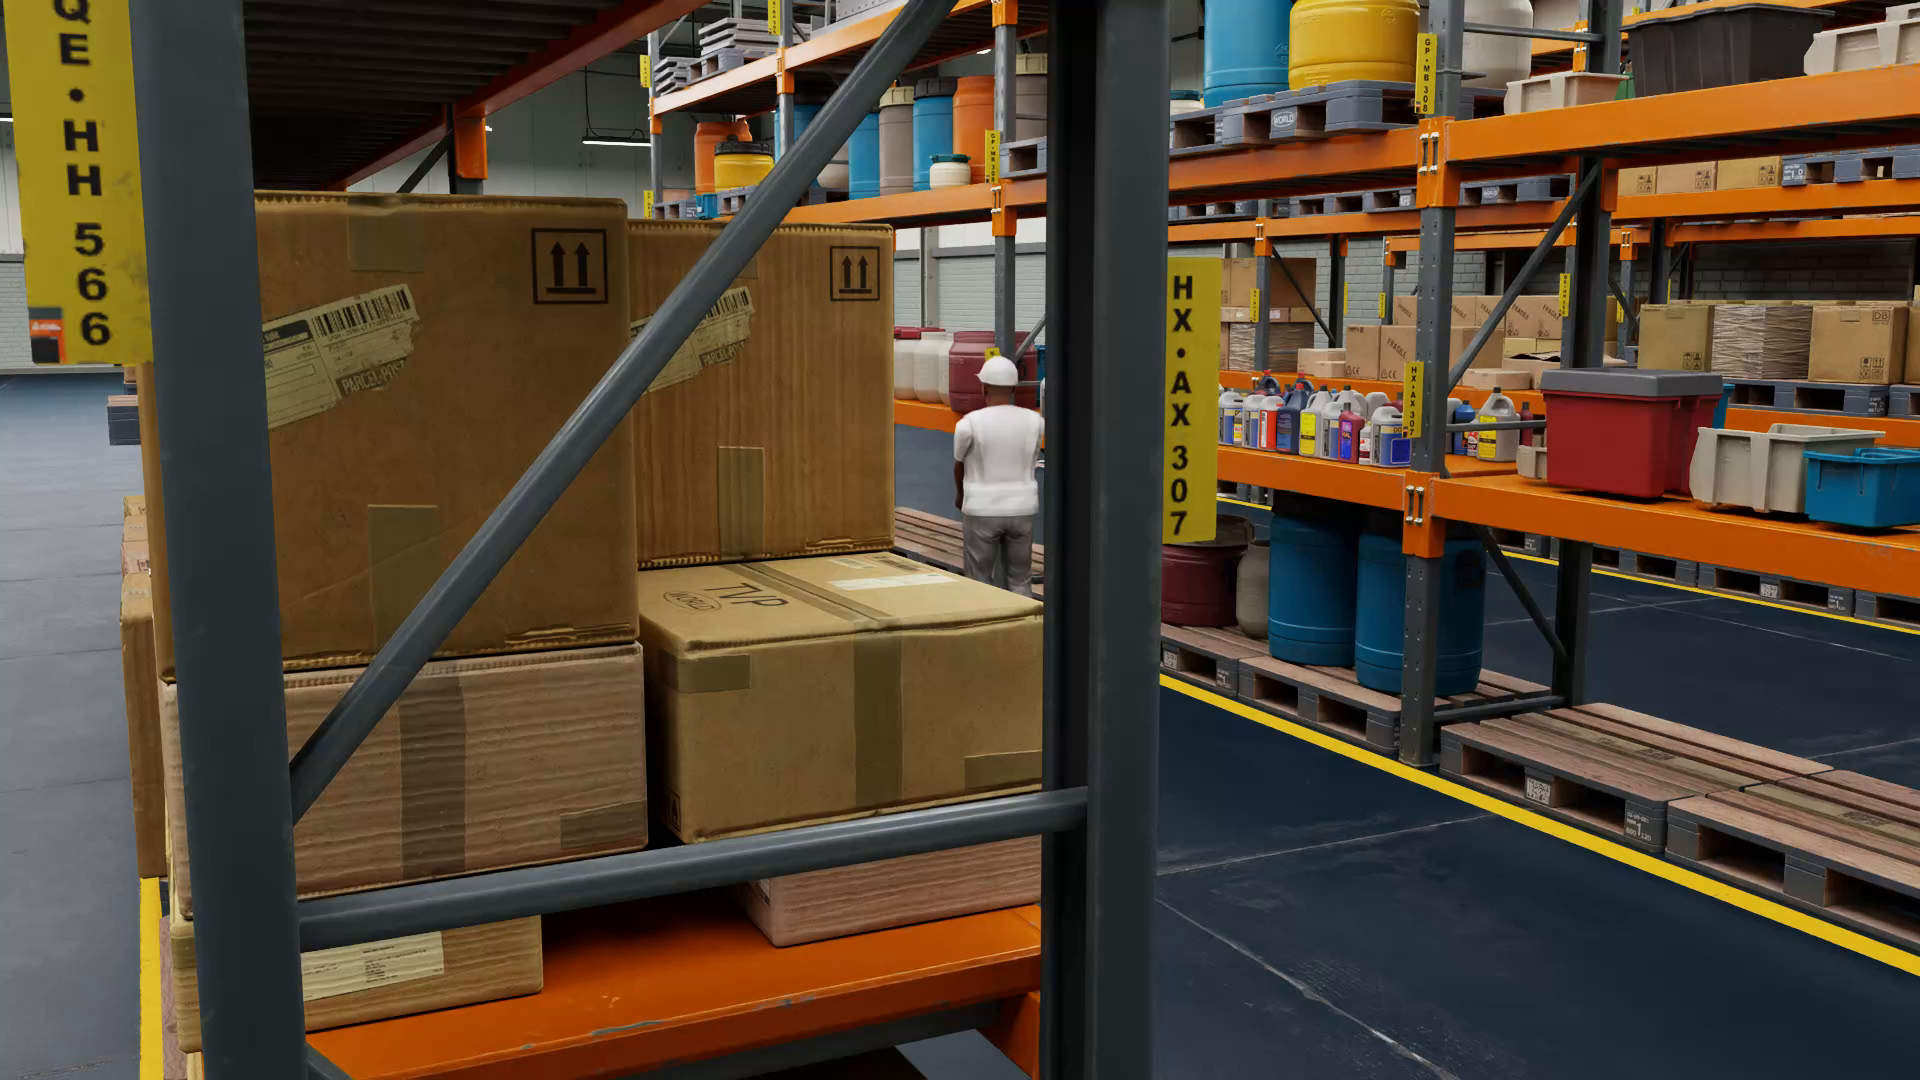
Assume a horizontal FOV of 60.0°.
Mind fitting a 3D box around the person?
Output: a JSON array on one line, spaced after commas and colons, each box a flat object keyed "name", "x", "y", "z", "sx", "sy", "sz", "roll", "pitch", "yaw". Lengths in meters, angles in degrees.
[{"name": "person", "x": 0.181, "y": -0.147, "z": 9.268, "sx": 0.504, "sy": 1.760, "sz": 0.574, "roll": -2, "pitch": 9, "yaw": -15}]
